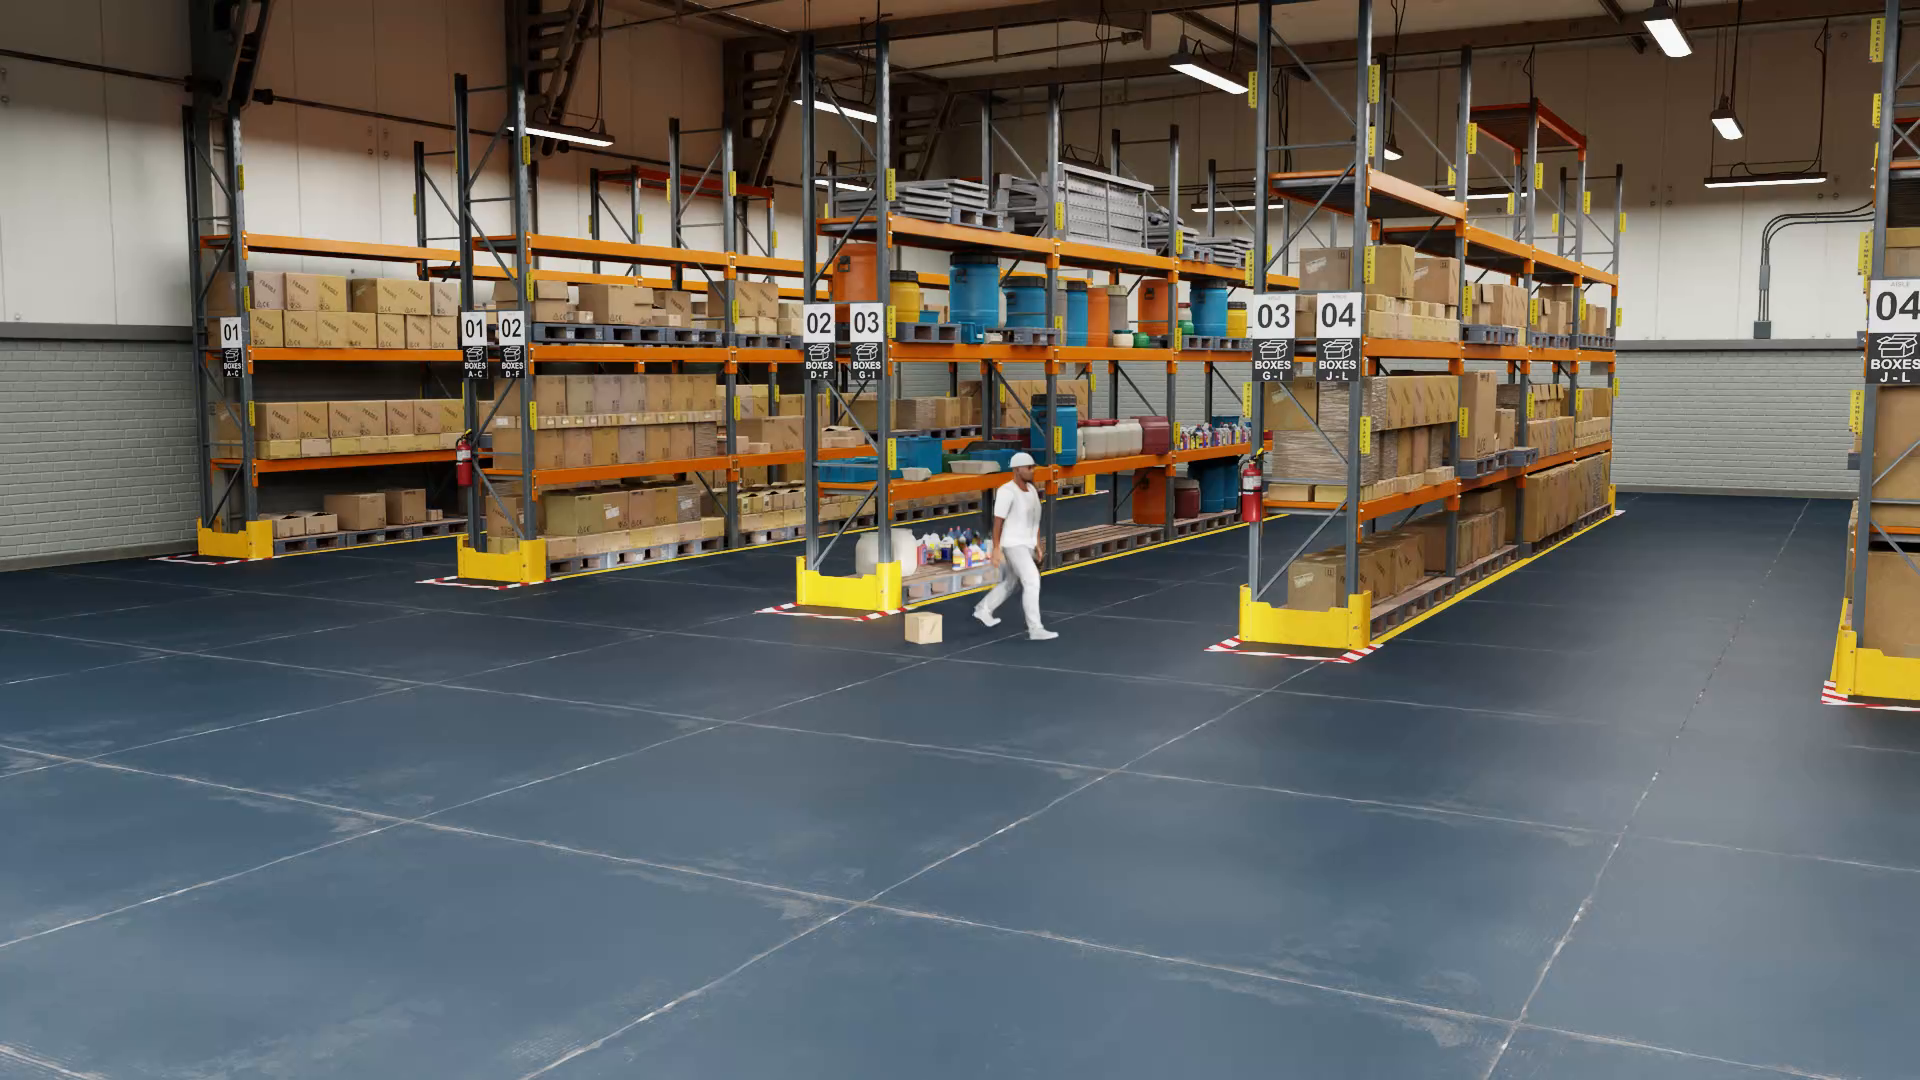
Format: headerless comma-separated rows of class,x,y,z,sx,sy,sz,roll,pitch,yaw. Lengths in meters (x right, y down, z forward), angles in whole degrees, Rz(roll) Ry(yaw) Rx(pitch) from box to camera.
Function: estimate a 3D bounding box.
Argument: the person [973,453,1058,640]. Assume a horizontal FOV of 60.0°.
person,0.533,0.046,15.601,1.021,1.731,0.571,3,7,30
